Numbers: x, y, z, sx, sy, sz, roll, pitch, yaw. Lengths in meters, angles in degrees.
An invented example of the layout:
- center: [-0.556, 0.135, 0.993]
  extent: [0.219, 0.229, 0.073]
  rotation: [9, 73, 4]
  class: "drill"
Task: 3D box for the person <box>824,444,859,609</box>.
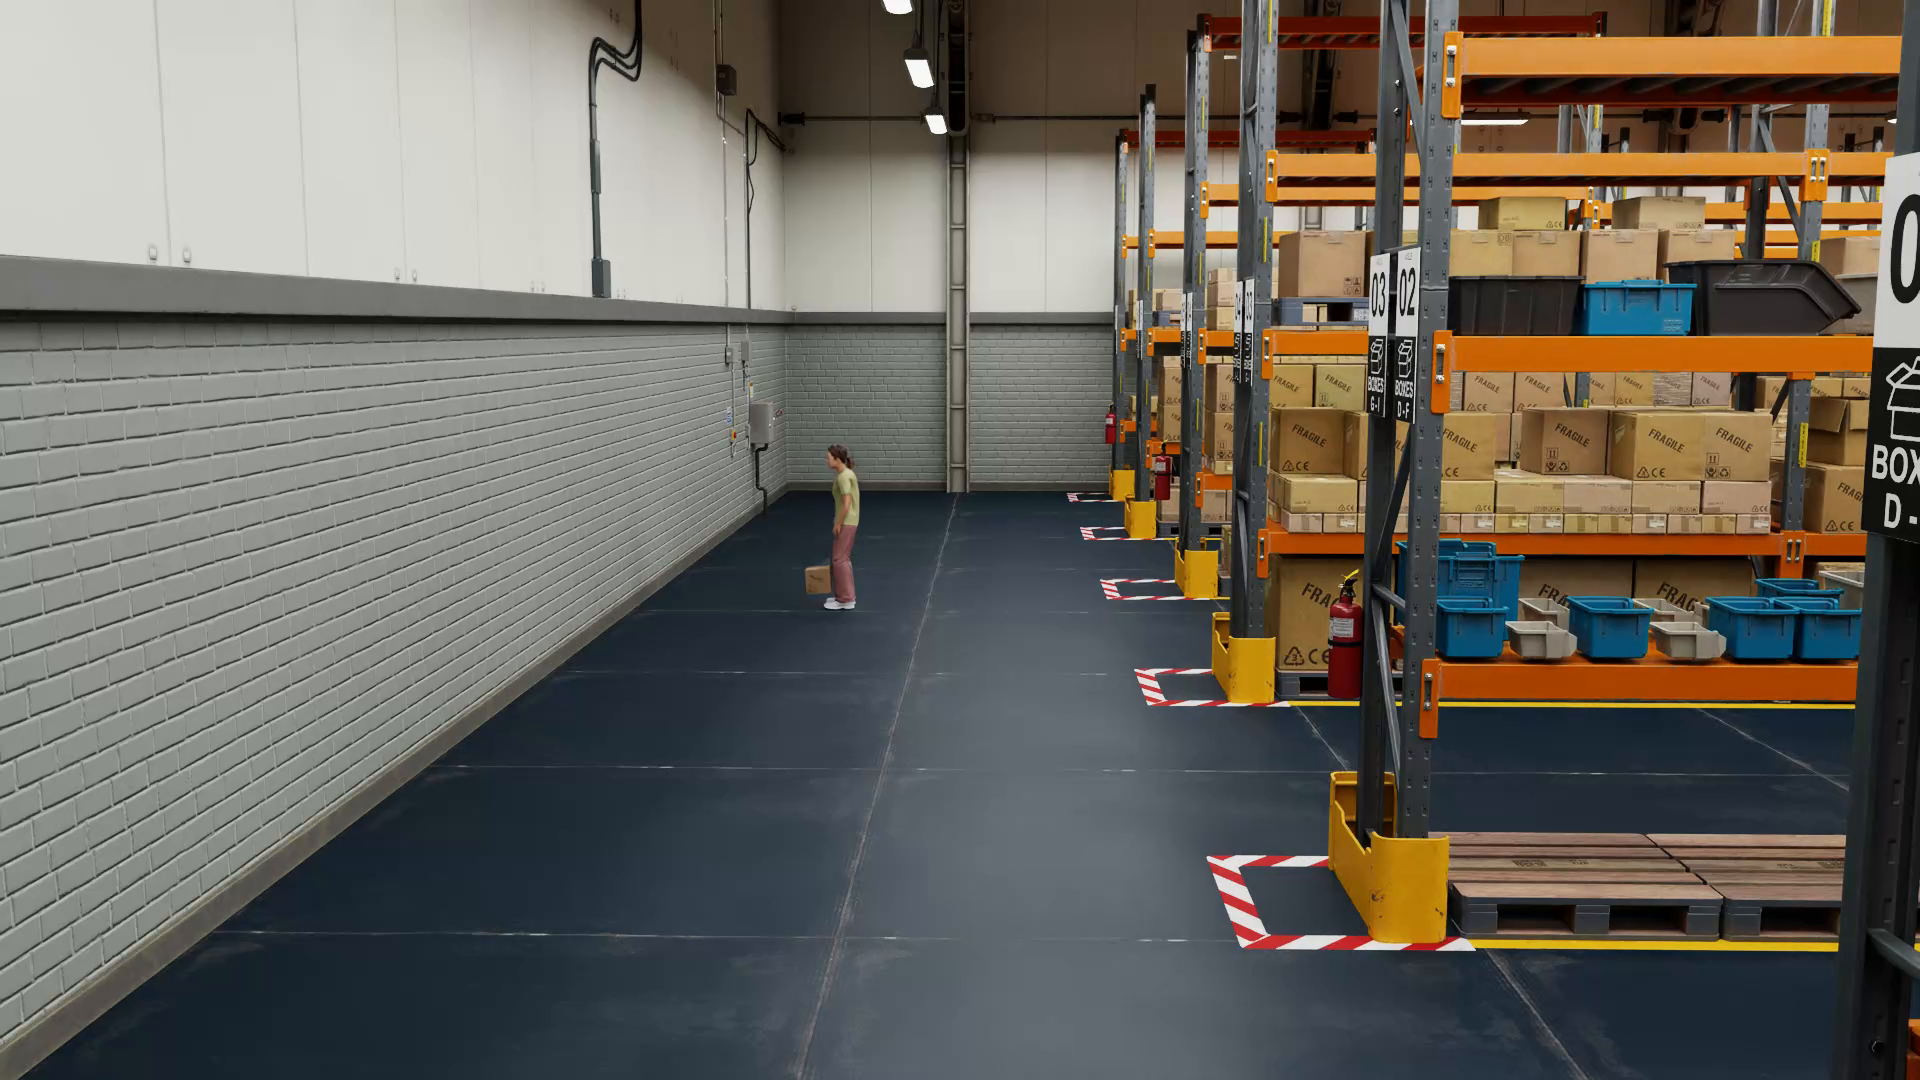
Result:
- center: [-1.202, -0.143, 16.889]
  extent: [0.364, 1.674, 0.488]
  rotation: [0, 7, -1]
  class: "person"
